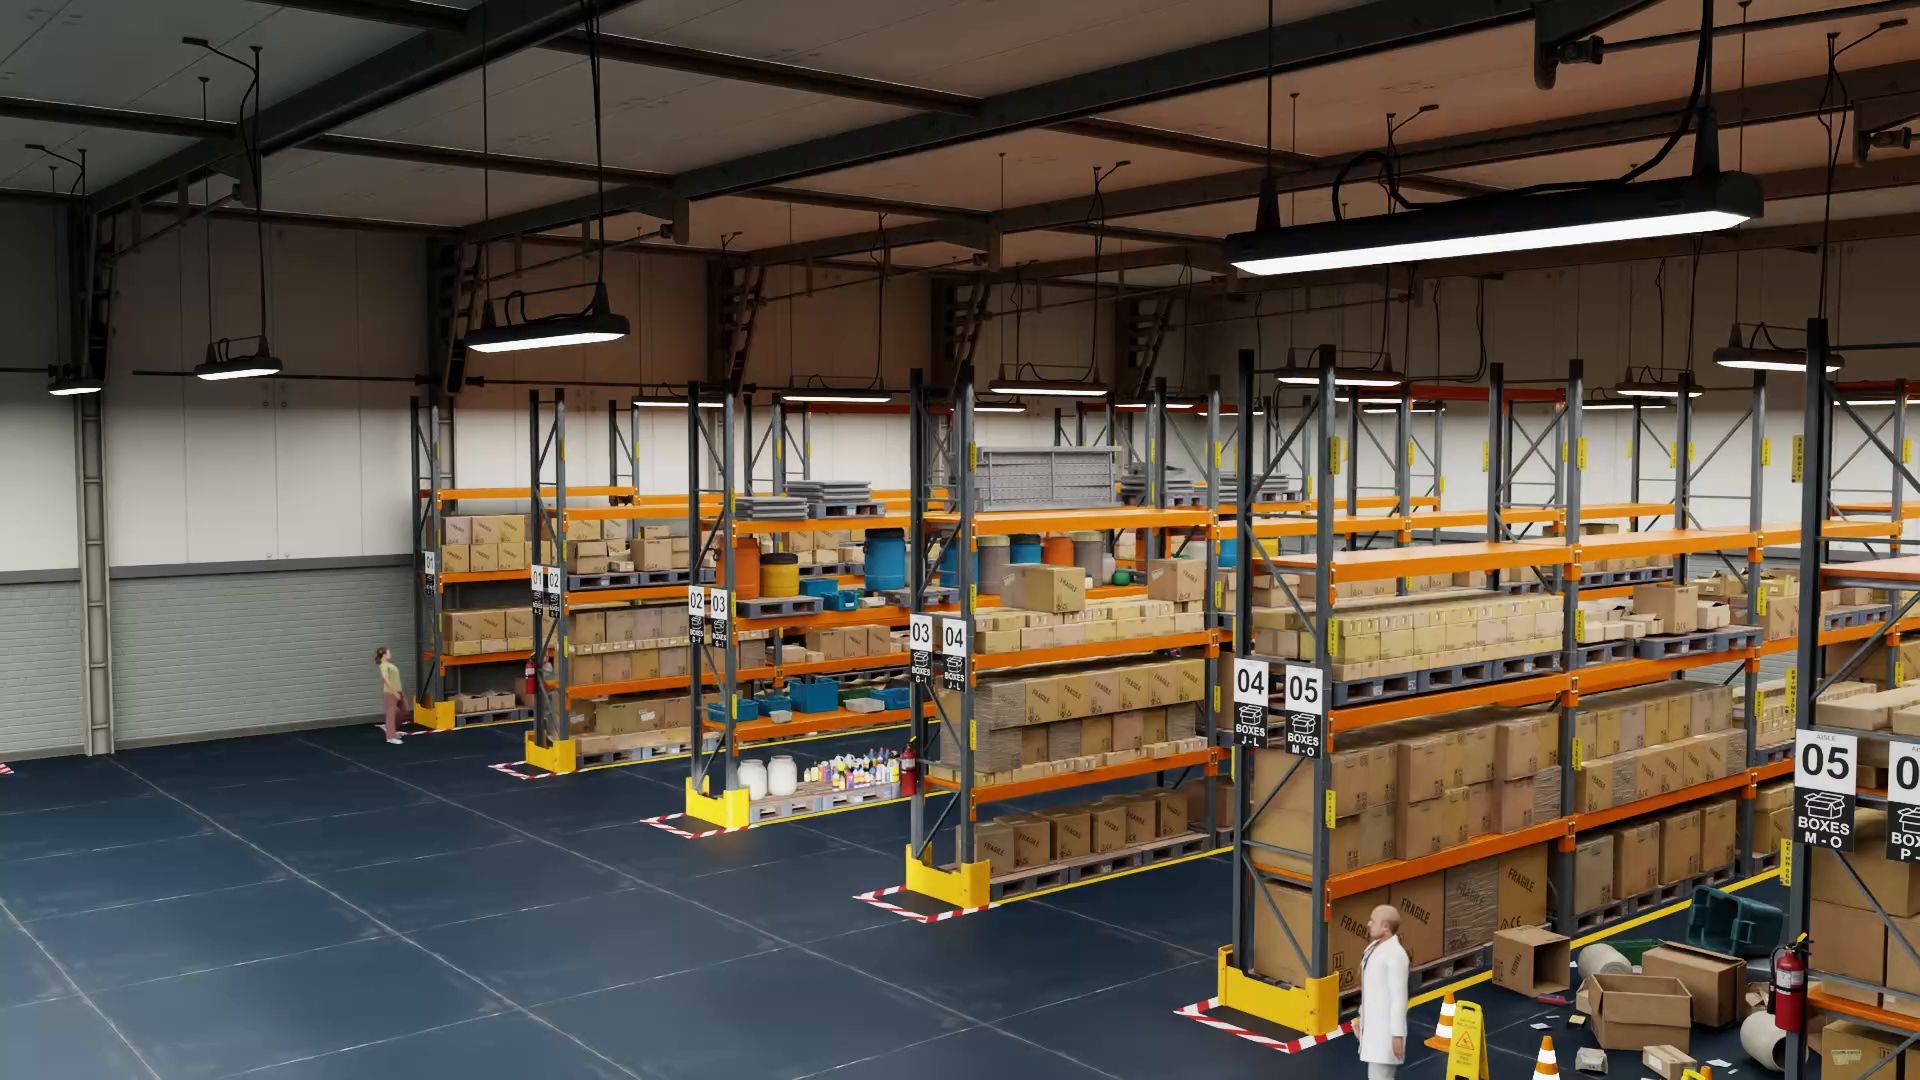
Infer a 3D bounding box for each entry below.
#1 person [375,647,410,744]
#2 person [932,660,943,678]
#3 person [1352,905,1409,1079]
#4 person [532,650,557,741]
[{"bbox_3d":[-9.758,2.656,28.558,0.517,1.666,0.512,1,3,11],"label":"person"},{"bbox_3d":[-0.424,2.238,34.617,0.595,1.783,0.483,-2,4,-32],"label":"person"},{"bbox_3d":[3.017,3.564,12.103,0.474,1.798,0.688,0,3,2],"label":"person"},{"bbox_3d":[-7.169,2.726,28.649,0.332,1.627,0.500,3,5,42],"label":"person"}]
